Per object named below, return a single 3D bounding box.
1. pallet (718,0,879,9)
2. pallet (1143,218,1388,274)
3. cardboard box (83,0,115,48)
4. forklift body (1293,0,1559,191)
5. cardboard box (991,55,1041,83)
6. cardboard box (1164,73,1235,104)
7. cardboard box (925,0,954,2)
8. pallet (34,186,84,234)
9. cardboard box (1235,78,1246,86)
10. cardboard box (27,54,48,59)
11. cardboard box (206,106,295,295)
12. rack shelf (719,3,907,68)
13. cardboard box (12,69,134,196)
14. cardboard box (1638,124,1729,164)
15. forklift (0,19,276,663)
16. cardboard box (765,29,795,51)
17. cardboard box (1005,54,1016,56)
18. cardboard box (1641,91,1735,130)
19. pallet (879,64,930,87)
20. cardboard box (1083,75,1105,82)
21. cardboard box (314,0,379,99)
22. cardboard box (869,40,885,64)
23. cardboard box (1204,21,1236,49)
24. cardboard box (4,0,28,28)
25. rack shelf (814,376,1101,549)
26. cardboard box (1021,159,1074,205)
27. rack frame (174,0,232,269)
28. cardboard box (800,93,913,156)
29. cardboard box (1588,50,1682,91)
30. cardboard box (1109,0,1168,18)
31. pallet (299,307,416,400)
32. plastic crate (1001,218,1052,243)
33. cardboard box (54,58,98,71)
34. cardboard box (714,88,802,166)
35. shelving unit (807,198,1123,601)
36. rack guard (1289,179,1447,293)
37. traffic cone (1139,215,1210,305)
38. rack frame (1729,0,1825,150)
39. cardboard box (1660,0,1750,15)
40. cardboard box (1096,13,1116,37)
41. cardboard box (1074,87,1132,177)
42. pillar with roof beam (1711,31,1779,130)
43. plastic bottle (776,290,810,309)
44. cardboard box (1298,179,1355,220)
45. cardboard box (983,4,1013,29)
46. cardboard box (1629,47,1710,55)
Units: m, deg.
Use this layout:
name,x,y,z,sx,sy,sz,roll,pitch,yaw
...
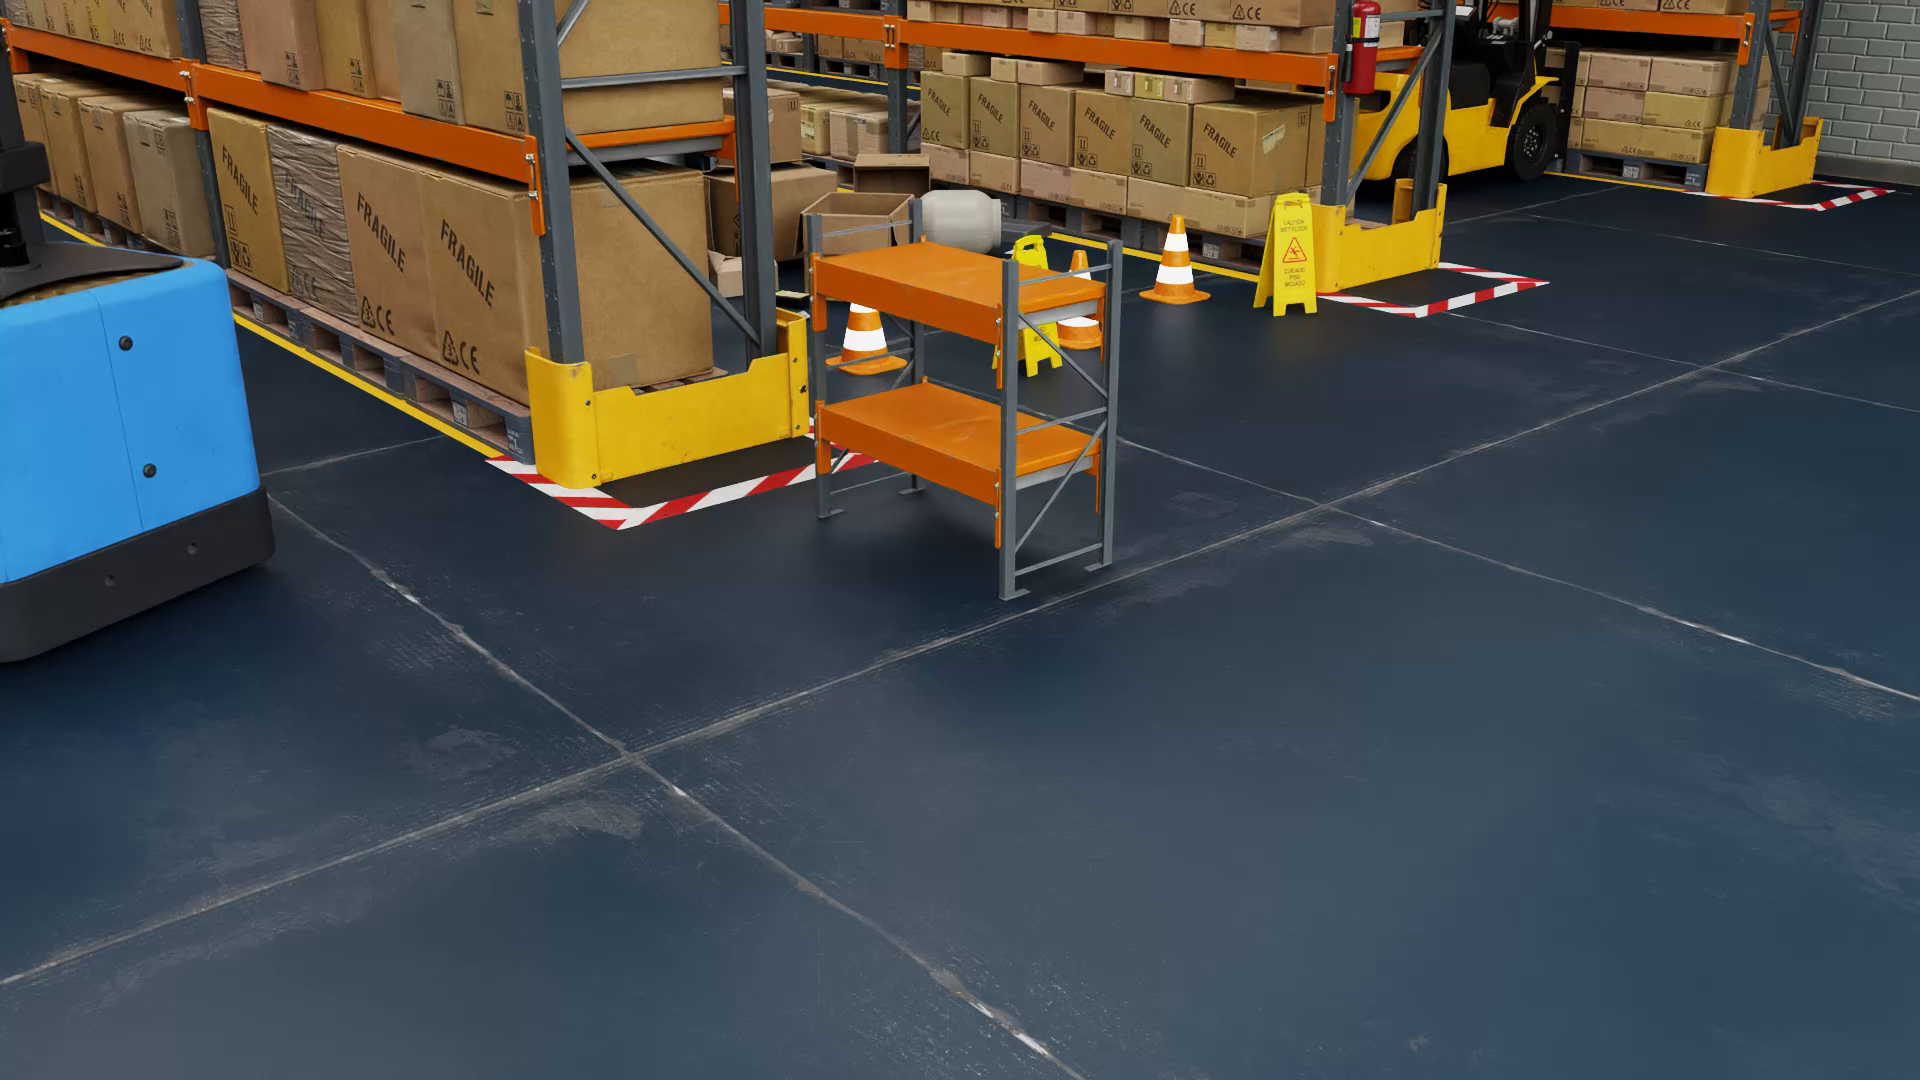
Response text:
name,x,y,z,sx,sy,sz,roll,pitch,yaw
pallet,-1.407,-4.568,13.796,1.003,0.211,1.213,-17,27,-37
pallet,1.939,-1.939,10.646,1.003,0.211,1.213,-17,27,-37
cardboard box,-5.006,-3.289,10.132,0.500,0.500,0.500,-17,27,-37
forklift body,3.630,-3.861,12.893,2.313,2.155,1.214,-17,27,-37
cardboard box,0.435,-3.238,11.415,0.380,0.149,0.250,-16,27,-35
cardboard box,1.481,-2.795,10.284,0.380,0.149,0.250,-16,27,-36
cardboard box,-0.043,-4.086,11.759,0.500,0.500,0.500,-18,27,-38
pallet,-5.956,-2.454,11.960,1.003,0.211,1.213,-17,27,-37
cardboard box,2.789,-4.719,16.601,0.875,0.625,0.625,-18,28,-38
cardboard box,-7.397,-3.632,12.968,0.500,0.250,0.500,-17,27,-37
cardboard box,-3.445,-1.899,9.056,0.875,0.875,0.875,-17,27,-37
rack shelf,-1.424,-4.307,13.853,1.077,0.370,4.000,-17,27,-37
cardboard box,-6.085,-2.946,11.902,1.050,0.750,0.750,-18,28,-38
cardboard box,5.704,-3.137,13.074,0.500,0.250,0.500,-17,27,-37
forklift,-3.884,-1.345,5.398,3.031,2.935,1.130,11,24,25
cardboard box,-2.402,-6.587,21.862,0.396,0.266,0.258,-16,27,-36
cardboard box,0.589,-5.474,18.699,0.500,0.500,0.500,-16,27,-36
cardboard box,5.696,-3.375,12.996,0.500,0.250,0.500,-18,28,-38
pallet,-0.223,-5.631,20.071,1.003,0.211,1.213,-17,27,-37
cardboard box,1.138,-2.973,11.628,0.500,0.500,0.500,-16,26,-35
cardboard box,-2.492,-2.407,7.811,0.875,0.550,0.500,-17,27,-37
cardboard box,-0.760,-6.043,20.151,0.500,0.500,0.500,-18,28,-39
cardboard box,1.685,-3.039,9.974,0.380,0.149,0.250,-18,28,-38
cardboard box,-6.325,-3.846,11.554,0.500,0.500,0.500,-17,27,-37
rack shelf,-0.004,-0.298,5.873,0.538,0.278,1.000,-17,27,-37
cardboard box,0.767,-2.486,11.414,0.500,0.250,0.500,-18,28,-38
rack frame,-3.803,-2.883,9.231,1.000,3.000,0.127,-17,27,-37
cardboard box,-0.935,-3.403,13.587,0.950,0.372,0.625,-15,26,-34
cardboard box,5.375,-3.740,13.244,0.500,0.250,0.500,-17,27,-36
cardboard box,1.282,-3.532,10.344,0.500,0.500,0.500,-18,27,-38
pallet,-2.565,-1.018,8.295,1.003,0.211,1.213,-17,27,-37
plastic crate,0.285,-2.101,11.238,0.583,0.080,0.402,12,24,27
cardboard box,-6.681,-3.617,12.929,0.500,0.250,0.500,-19,28,-40
cardboard box,-1.448,-2.846,11.526,0.500,0.500,0.500,-17,27,-37
shelving unit,-0.004,-0.526,5.784,0.538,1.125,1.048,-17,27,-37
rack guard,2.443,-1.841,9.999,1.175,0.500,0.348,-17,27,-37
traffic cone,1.234,-1.615,9.472,0.336,0.463,0.334,-17,27,-37
rack frame,6.250,-4.167,12.509,1.000,3.000,0.127,-17,27,-37
cardboard box,5.730,-4.287,12.679,0.500,0.500,0.500,-18,28,-39
cardboard box,1.103,-3.346,10.759,0.380,0.149,0.250,-17,27,-37
cardboard box,1.104,-2.692,10.911,0.500,0.500,0.500,-18,28,-39
pillar with roof beam,3.217,-6.342,9.838,9.100,9.000,0.400,-17,27,-37
plastic bottle,-0.979,-1.359,9.371,0.283,0.061,0.133,12,24,27
cardboard box,2.175,-2.188,10.652,0.500,0.250,0.500,-18,28,-38
cardboard box,0.380,-3.609,11.429,0.380,0.149,0.250,-16,27,-36
cardboard box,5.751,-3.863,13.556,0.500,0.250,0.500,-17,27,-37
